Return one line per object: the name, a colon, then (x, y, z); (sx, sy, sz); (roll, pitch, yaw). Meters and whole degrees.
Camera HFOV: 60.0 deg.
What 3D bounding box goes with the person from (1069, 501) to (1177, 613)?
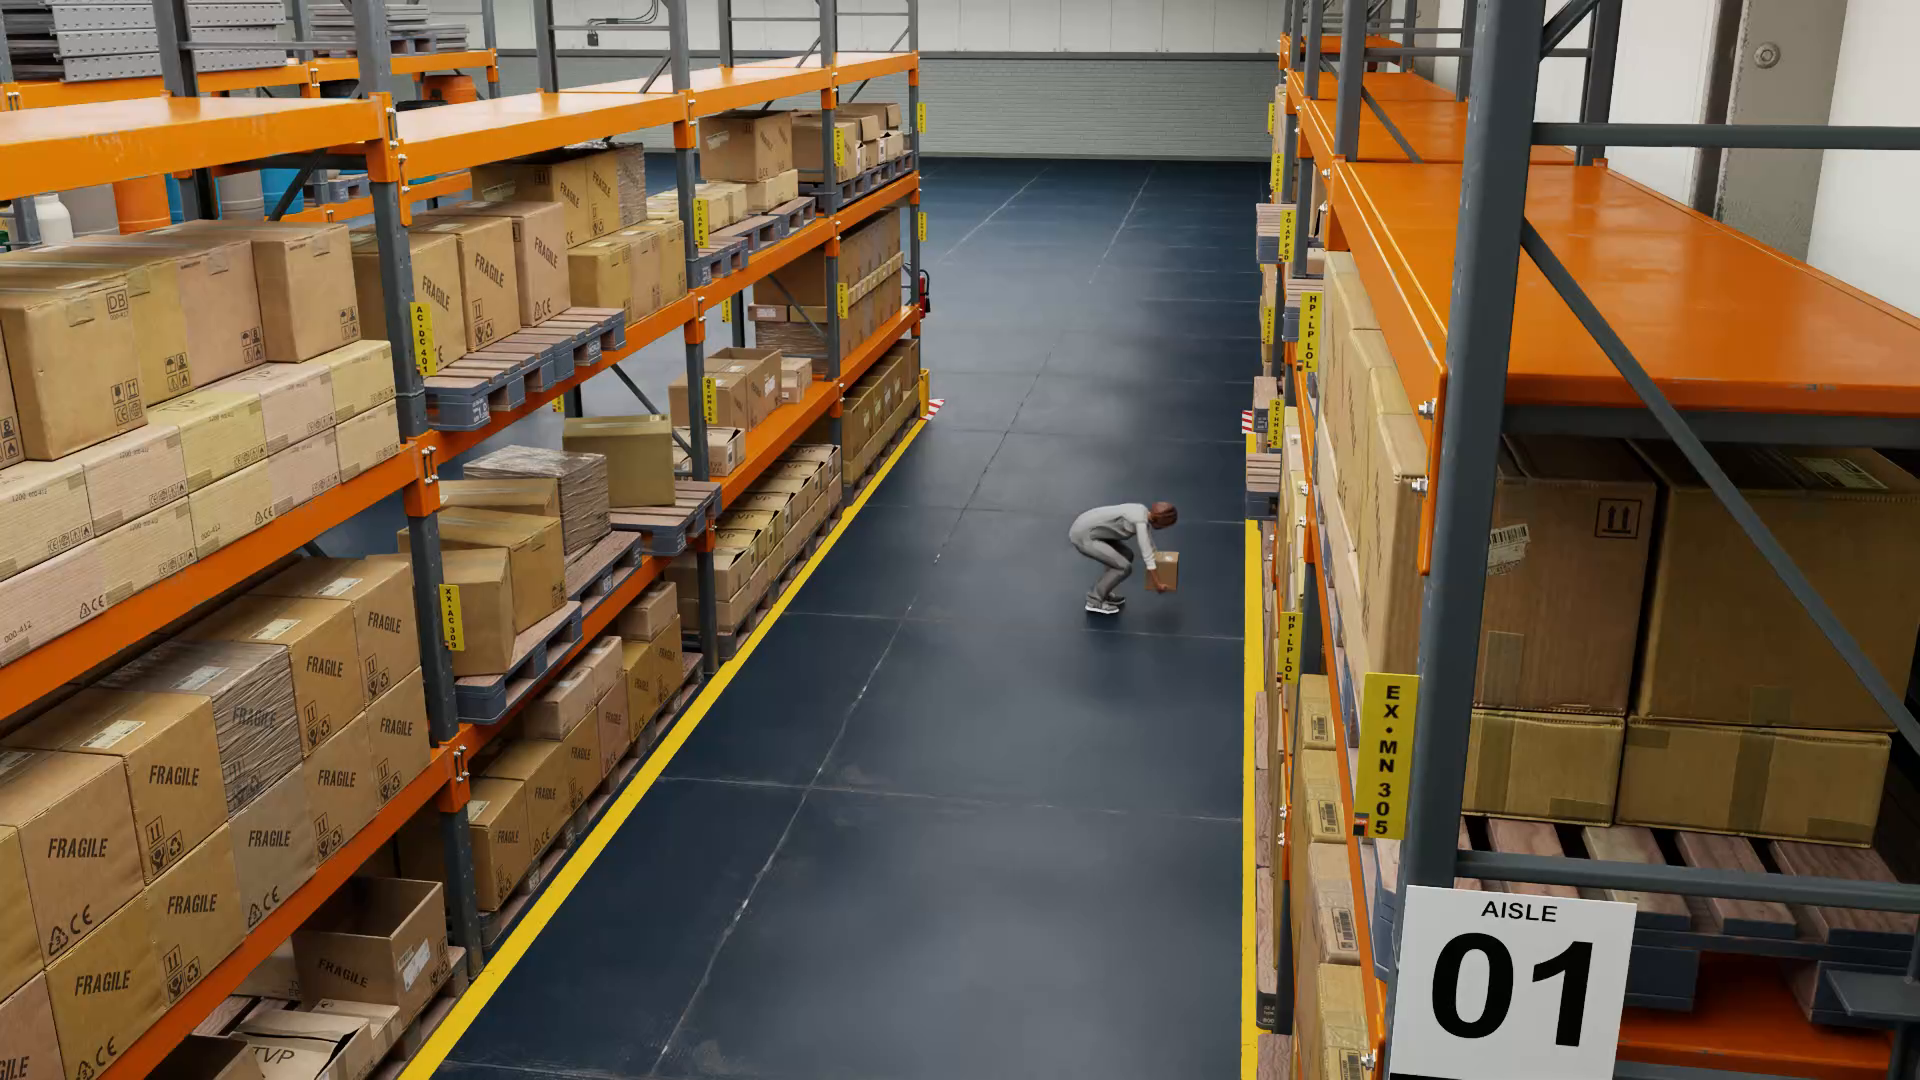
person: (1.295, 0.124, 13.315); (0.853, 0.899, 0.425); (2, 18, 6)
